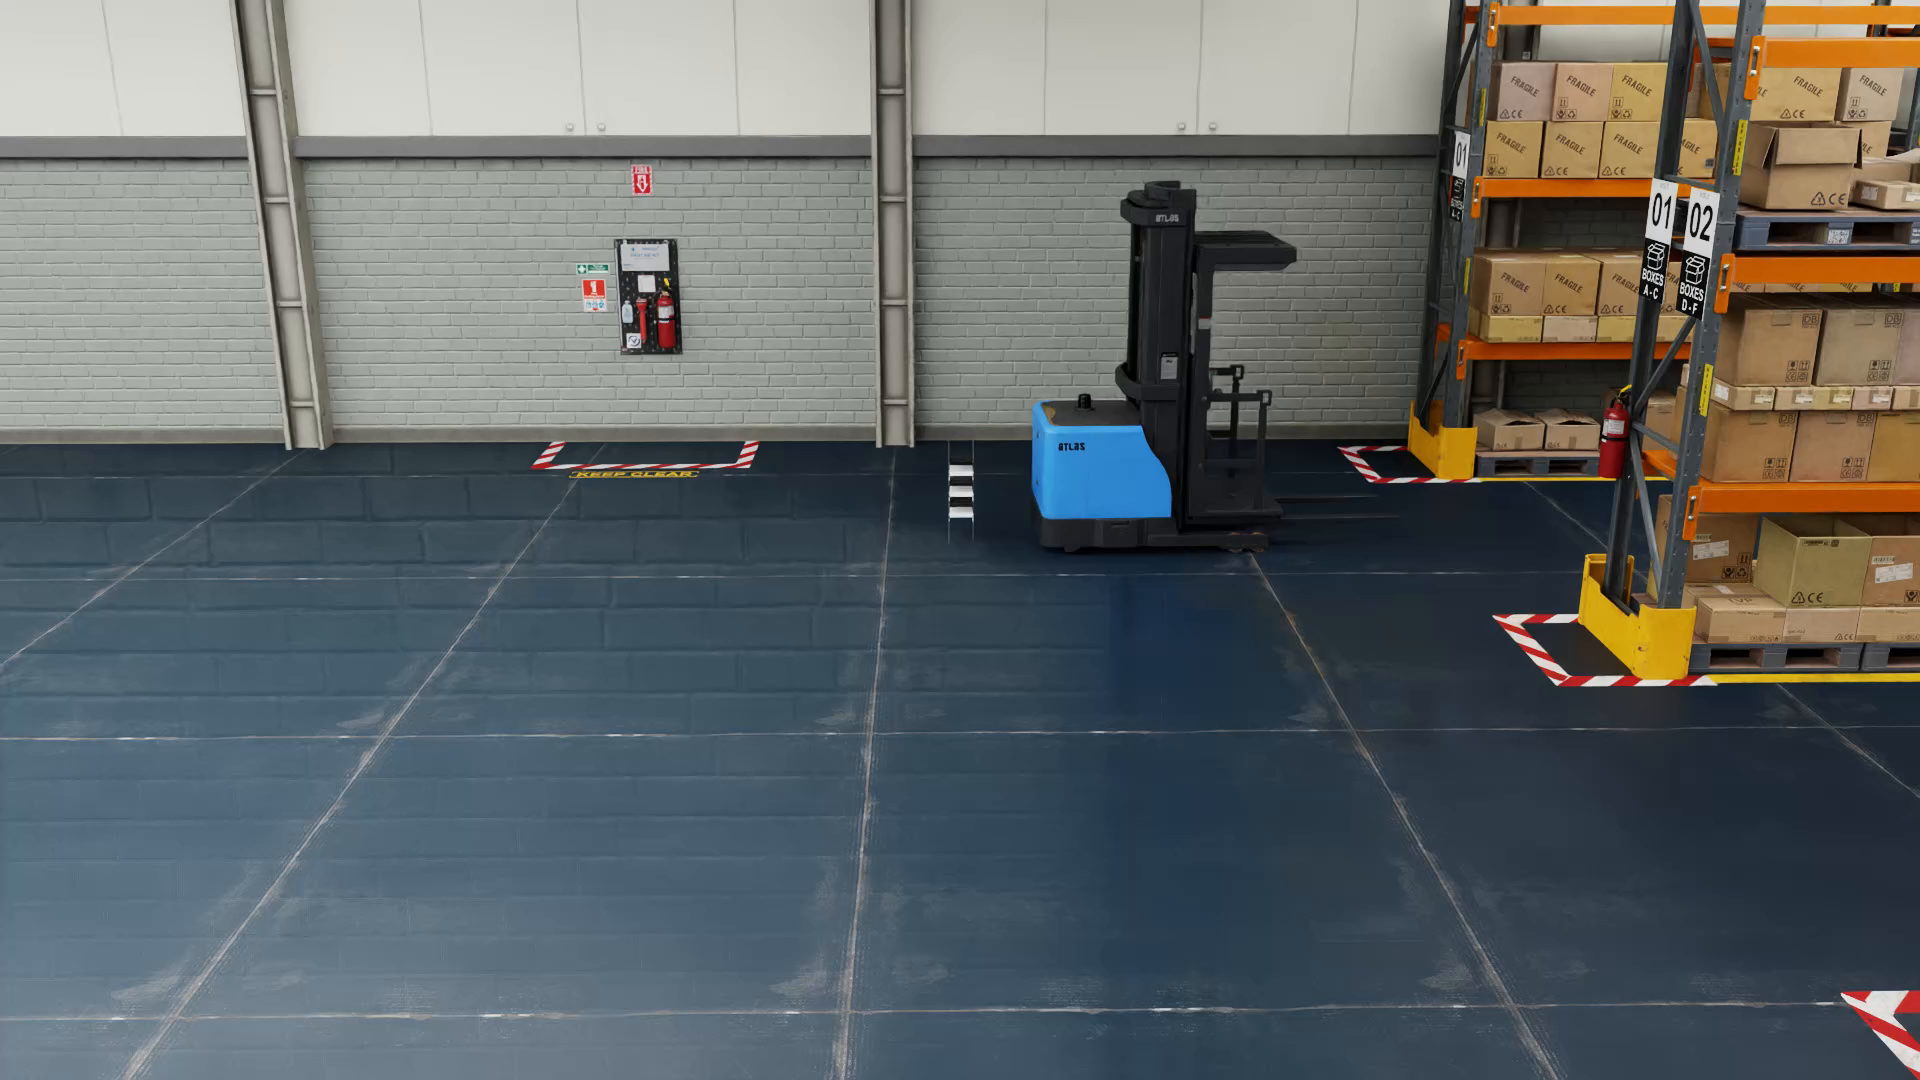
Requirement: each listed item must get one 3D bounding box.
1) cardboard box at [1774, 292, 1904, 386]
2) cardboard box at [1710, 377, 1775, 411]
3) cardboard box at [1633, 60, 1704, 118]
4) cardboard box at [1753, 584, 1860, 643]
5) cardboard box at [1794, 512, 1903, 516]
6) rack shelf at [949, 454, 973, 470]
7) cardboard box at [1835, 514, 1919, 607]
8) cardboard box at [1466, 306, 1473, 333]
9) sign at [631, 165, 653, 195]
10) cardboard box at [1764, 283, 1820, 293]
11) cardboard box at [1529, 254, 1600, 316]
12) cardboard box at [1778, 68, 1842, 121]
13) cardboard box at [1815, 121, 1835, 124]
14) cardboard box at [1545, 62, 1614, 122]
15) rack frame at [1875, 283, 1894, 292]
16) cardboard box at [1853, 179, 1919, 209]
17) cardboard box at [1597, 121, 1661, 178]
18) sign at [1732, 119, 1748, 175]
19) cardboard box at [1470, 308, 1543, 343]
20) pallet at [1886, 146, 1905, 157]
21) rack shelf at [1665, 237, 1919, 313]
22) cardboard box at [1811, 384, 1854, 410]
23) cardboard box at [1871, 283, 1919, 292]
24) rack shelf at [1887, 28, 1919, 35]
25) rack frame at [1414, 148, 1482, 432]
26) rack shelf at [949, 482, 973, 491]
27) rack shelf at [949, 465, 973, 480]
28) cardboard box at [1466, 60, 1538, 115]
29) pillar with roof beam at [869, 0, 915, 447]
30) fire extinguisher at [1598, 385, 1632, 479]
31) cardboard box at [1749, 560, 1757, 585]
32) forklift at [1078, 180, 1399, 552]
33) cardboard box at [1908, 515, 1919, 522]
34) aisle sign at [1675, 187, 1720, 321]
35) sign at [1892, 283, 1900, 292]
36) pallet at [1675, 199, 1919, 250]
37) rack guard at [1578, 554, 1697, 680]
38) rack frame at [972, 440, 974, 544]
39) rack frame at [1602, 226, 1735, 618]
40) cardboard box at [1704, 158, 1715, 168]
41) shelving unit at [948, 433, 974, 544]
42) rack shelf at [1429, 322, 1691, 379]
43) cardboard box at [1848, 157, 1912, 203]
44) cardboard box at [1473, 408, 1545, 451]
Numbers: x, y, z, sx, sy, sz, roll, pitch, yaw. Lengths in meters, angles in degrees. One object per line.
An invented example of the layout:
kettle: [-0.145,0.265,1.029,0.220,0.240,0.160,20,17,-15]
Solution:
cardboard box: [5.779,-1.340,11.026,0.500,0.500,0.700,-1,18,-2]
cardboard box: [5.129,-0.964,10.917,0.250,0.149,0.380,0,18,-1]
cardboard box: [6.620,-4.230,15.579,0.500,0.500,0.500,0,18,-1]
cardboard box: [5.773,0.499,11.394,0.500,0.250,0.500,0,18,-1]
cardboard box: [6.264,-0.022,11.793,0.500,0.500,0.500,0,18,-1]
rack shelf: [0.008,-0.654,13.838,0.200,0.077,0.258,0,18,-1]
cardboard box: [6.272,0.137,11.298,0.500,0.500,0.500,0,18,-1]
cardboard box: [5.115,-2.184,16.159,0.500,0.250,0.500,0,18,0]
sign: [-3.143,-3.557,16.431,0.199,0.298,0.001,0,18,-1]
cardboard box: [7.684,-2.398,15.598,0.500,0.500,0.500,0,18,-1]
cardboard box: [5.628,-2.390,15.571,0.500,0.500,0.500,0,18,-1]
cardboard box: [7.603,-4.074,15.094,0.500,0.500,0.500,1,18,2]
cardboard box: [7.644,-3.613,15.292,0.500,0.500,0.500,-2,18,-6]
cardboard box: [5.542,-4.061,15.052,0.500,0.500,0.500,0,18,-1]
rack frame: [8.651,-2.204,16.007,0.127,3.000,1.000,0,18,-1]
cardboard box: [5.912,-2.199,10.575,0.250,0.149,0.380,0,18,-1]
cardboard box: [6.046,-3.591,15.223,0.500,0.500,0.500,1,18,2]
sign: [4.736,-2.384,10.099,0.005,0.325,0.100,0,18,-1]
cardboard box: [5.144,-2.028,15.672,0.500,0.250,0.500,-1,18,-2]
pallet: [9.270,-3.513,15.486,1.003,0.211,1.213,0,18,-1]
rack shelf: [6.733,-1.767,10.913,4.000,0.370,1.077,0,18,-1]
cardboard box: [5.642,-0.967,10.926,0.250,0.149,0.380,0,18,-1]
cardboard box: [9.160,-2.453,15.900,0.500,0.500,0.700,0,18,-1]
rack shelf: [10.650,-4.664,15.251,3.809,0.052,0.919,0,18,-1]
rack frame: [4.651,-2.185,15.947,0.127,3.000,1.000,0,18,-1]
rack shelf: [0.008,-0.482,13.893,0.200,0.077,0.258,0,18,-1]
rack shelf: [0.008,-0.568,13.865,0.200,0.077,0.258,0,18,-1]
cardboard box: [5.078,-4.228,15.573,0.500,0.500,0.500,1,18,2]
pillar with roof beam: [-0.594,-3.965,11.676,0.400,9.000,9.100,0,18,-1]
fire extinguisher: [4.608,-0.776,11.683,0.183,0.674,0.296,0,18,-1]
cardboard box: [11.508,-0.237,11.498,11.980,1.590,1.086,0,18,-1]
forklift: [2.149,-1.448,13.765,3.031,2.935,1.110,-1,18,-3]
cardboard box: [6.773,0.139,11.289,0.500,0.500,0.500,0,18,-1]
aisle sign: [4.672,-1.816,10.541,0.004,0.787,0.394,0,18,-1]
sign: [10.668,-3.924,14.919,4.007,3.399,0.100,0,18,-1]
pallet: [5.440,-2.053,10.772,1.213,0.211,1.003,0,18,-1]
rack guard: [4.709,0.519,11.612,0.348,0.500,1.175,0,18,-1]
rack frame: [0.110,-0.429,13.912,0.006,0.900,0.240,0,18,-1]
rack frame: [4.733,-0.672,11.231,0.127,3.000,1.000,0,18,-1]
cardboard box: [8.830,0.544,3.957,7.348,1.528,15.728,0,18,-1]
shelving unit: [0.008,-0.429,13.910,0.210,0.900,0.258,0,18,-1]
rack shelf: [6.651,-1.852,16.087,4.000,0.370,1.077,0,18,-1]
cardboard box: [5.880,-2.381,10.978,0.500,0.250,0.500,0,18,-1]
cardboard box: [6.108,2.644,4.594,2.161,0.321,24.904,-2,18,-7]
